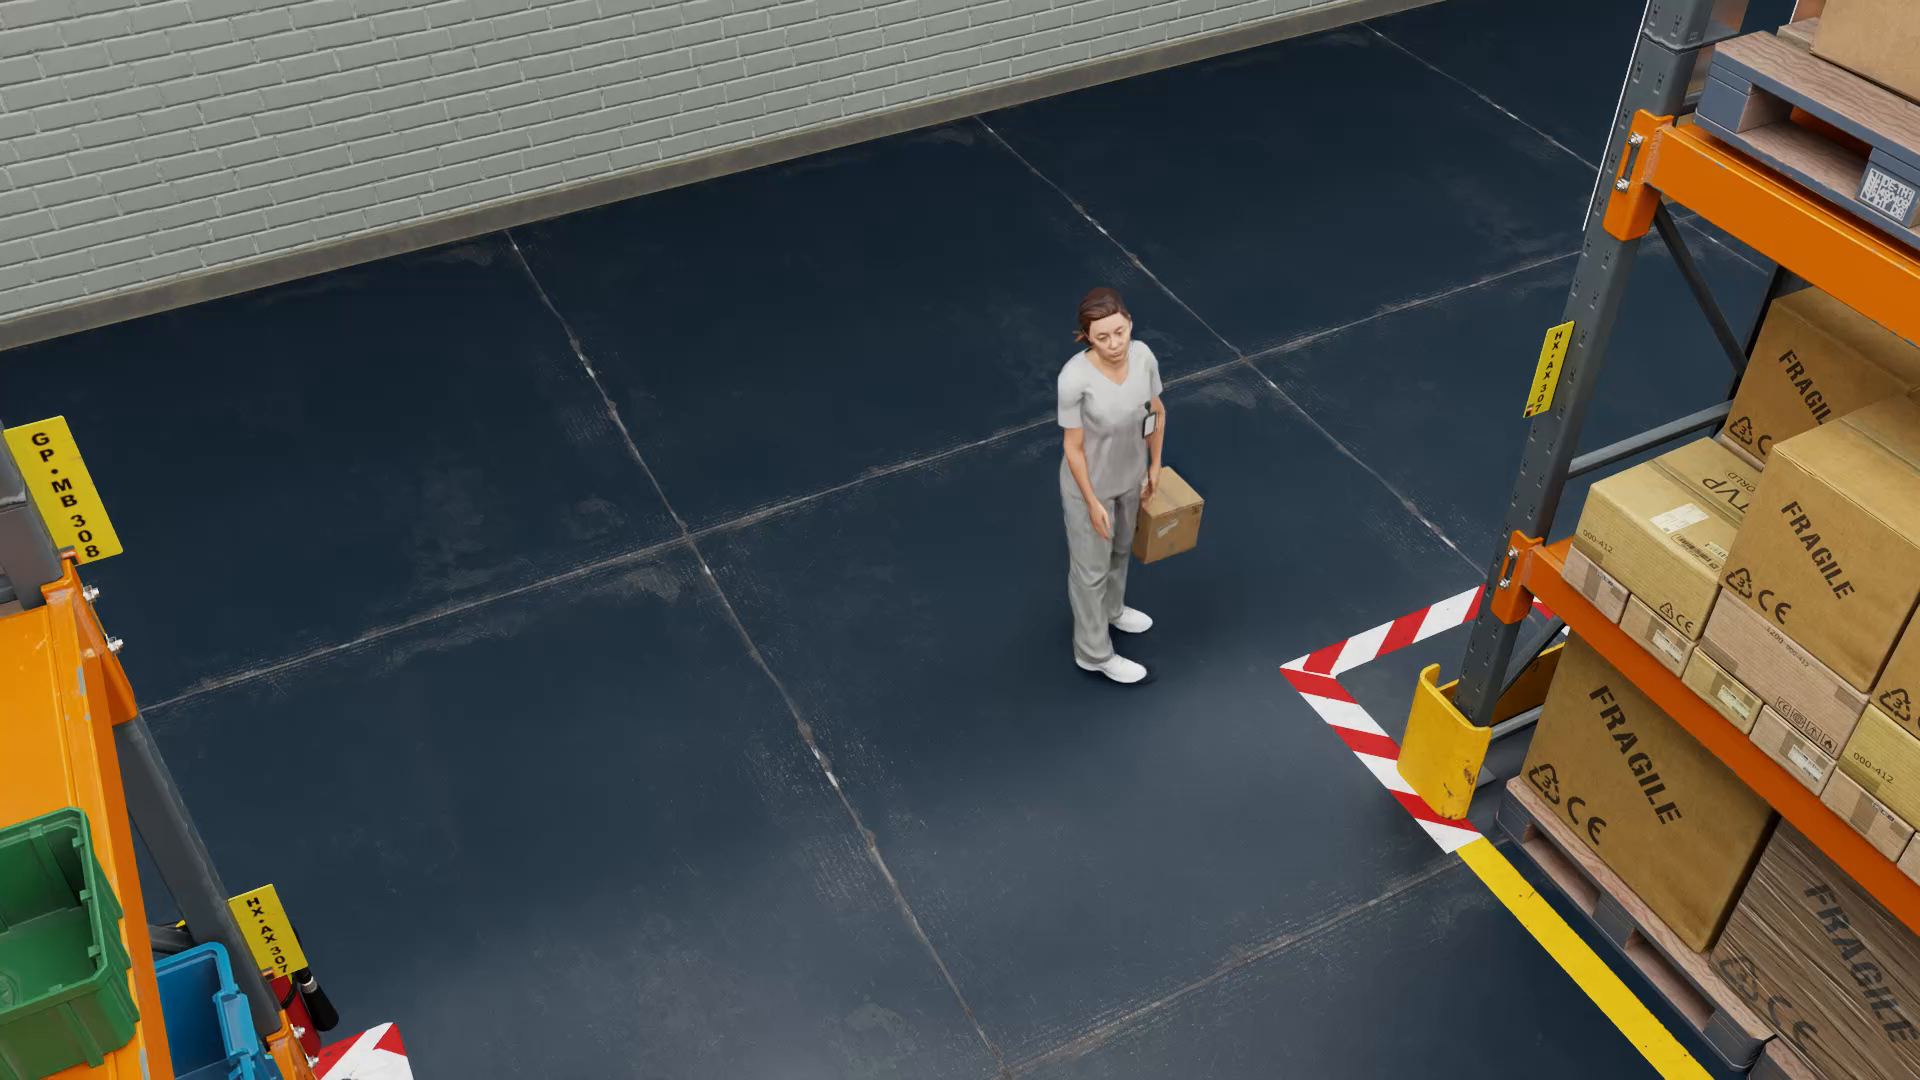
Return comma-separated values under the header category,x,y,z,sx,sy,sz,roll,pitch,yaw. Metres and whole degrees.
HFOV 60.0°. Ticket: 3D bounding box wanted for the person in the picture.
category,x,y,z,sx,sy,sz,roll,pitch,yaw
person,0.617,-0.192,6.354,0.463,1.674,0.537,-28,48,-28
